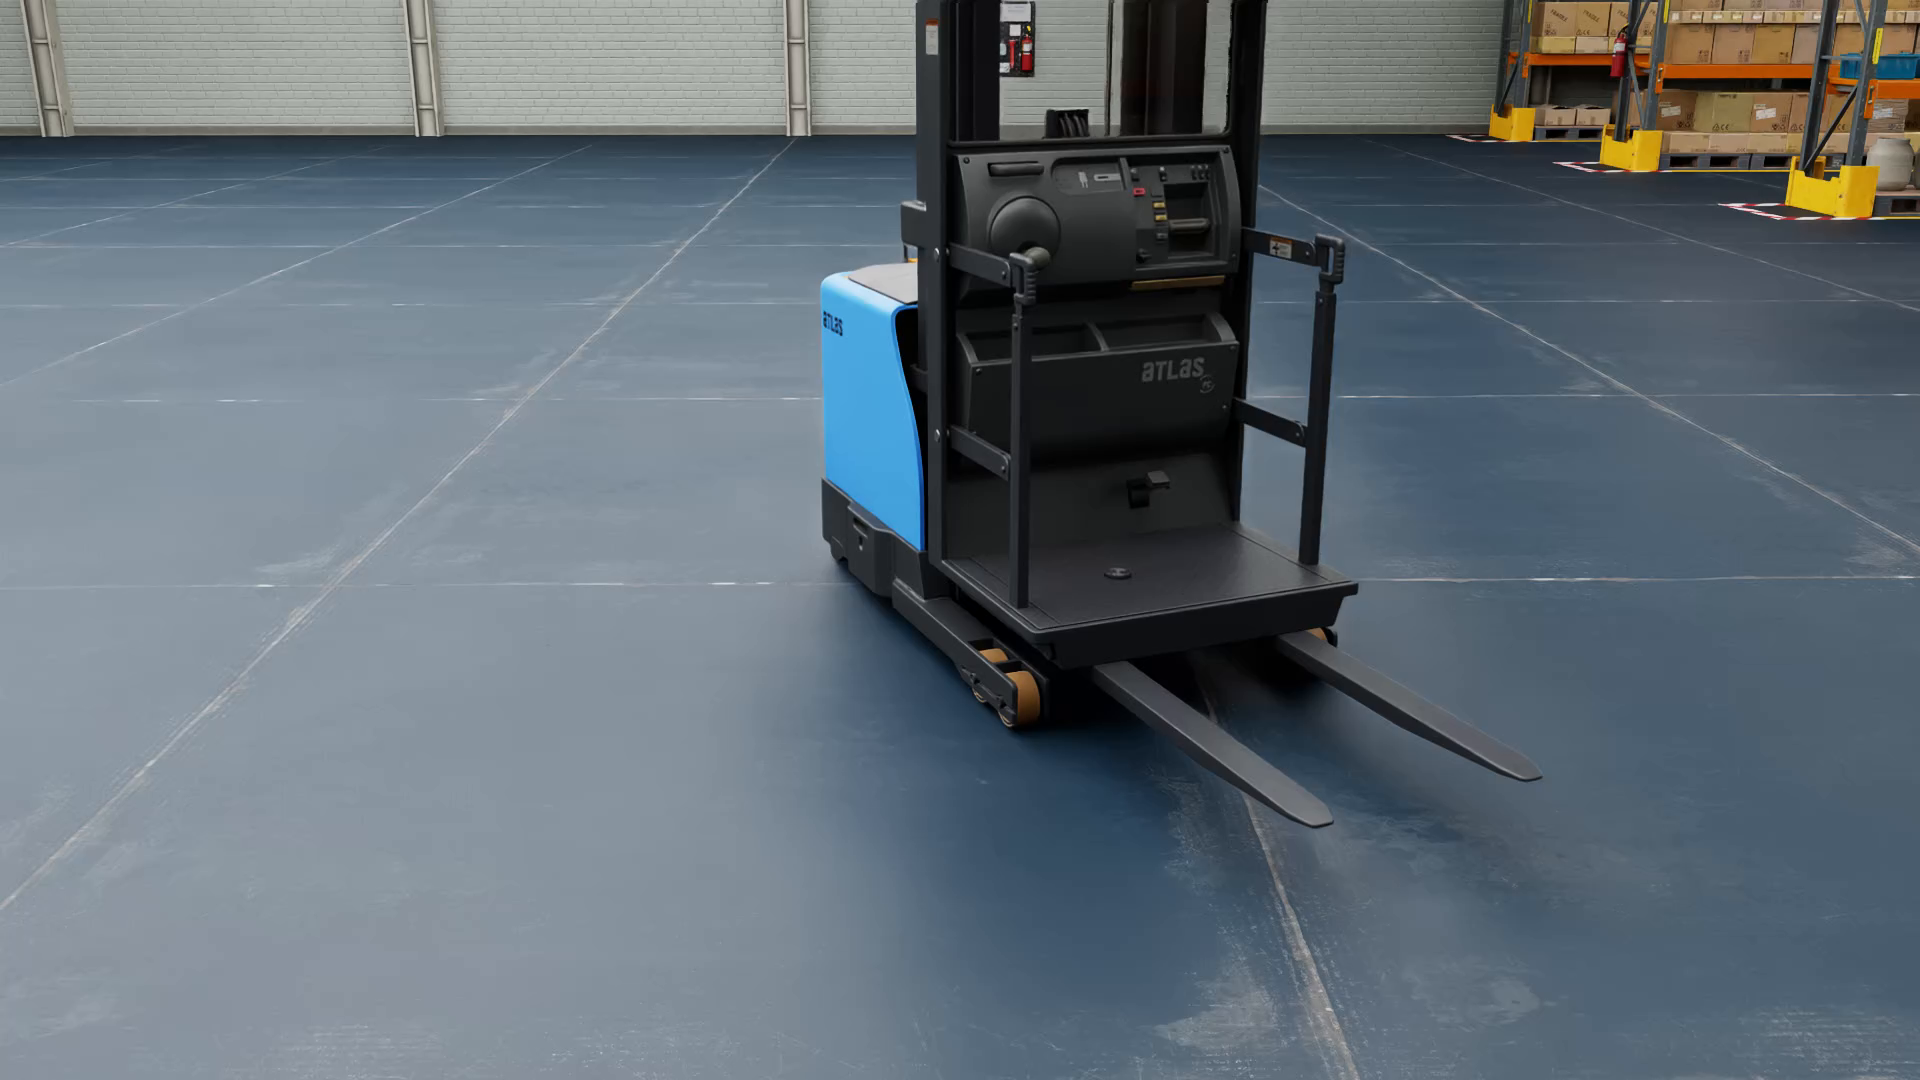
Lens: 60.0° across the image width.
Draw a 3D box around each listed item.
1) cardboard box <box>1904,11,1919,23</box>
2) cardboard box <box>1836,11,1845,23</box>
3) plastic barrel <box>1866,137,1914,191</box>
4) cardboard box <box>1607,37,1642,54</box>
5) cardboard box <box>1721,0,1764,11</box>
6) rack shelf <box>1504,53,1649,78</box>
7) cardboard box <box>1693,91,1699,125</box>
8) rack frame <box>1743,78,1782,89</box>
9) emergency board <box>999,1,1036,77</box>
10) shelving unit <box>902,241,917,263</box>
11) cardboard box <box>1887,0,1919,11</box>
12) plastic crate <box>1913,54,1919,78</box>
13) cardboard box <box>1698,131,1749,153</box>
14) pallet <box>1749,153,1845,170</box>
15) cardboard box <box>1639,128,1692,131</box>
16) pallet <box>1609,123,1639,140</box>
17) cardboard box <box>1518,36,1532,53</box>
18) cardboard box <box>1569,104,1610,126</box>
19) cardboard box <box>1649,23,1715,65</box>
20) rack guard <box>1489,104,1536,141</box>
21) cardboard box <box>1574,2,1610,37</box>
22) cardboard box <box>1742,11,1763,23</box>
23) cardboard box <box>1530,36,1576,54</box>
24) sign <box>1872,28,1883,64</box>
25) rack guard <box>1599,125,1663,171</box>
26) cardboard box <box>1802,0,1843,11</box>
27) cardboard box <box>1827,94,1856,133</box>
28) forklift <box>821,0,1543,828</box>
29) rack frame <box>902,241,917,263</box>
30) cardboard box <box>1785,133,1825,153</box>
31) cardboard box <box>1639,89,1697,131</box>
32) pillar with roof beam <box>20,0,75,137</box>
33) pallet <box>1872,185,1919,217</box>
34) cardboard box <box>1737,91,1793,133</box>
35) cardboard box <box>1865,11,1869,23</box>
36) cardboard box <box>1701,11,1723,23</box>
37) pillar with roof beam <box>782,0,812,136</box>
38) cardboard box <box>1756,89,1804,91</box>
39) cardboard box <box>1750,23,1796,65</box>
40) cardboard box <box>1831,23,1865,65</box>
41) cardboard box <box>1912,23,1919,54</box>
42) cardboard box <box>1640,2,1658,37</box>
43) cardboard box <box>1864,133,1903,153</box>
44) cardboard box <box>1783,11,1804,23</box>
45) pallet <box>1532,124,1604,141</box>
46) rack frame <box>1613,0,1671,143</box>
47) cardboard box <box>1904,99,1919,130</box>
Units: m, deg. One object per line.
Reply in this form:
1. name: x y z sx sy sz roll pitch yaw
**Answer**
1. cardboard box: 11.996 -6.623 21.058 0.250 0.149 0.380 -1 18 -2
2. cardboard box: 10.970 -6.618 21.041 0.250 0.149 0.380 0 18 1
3. plastic barrel: 9.506 -3.846 17.010 0.421 0.512 0.421 0 18 0
4. cardboard box: 10.214 -7.681 25.792 0.500 0.250 0.500 -1 18 -2
5. cardboard box: 9.820 -6.985 21.123 0.500 0.500 0.700 -1 18 -2
6. rack shelf: 10.692 -7.497 26.184 4.000 0.370 1.077 0 18 -1
7. cardboard box: 11.655 -6.851 26.365 0.500 0.500 0.500 -2 18 -5
8. rack frame: 12.692 -7.849 26.104 0.127 3.000 1.000 0 18 -1
9. emergency board: 0.908 -8.068 26.787 0.643 1.169 0.194 0 18 -1
10. shelving unit: 0.053 -0.664 6.652 0.503 1.200 0.258 -7 19 -22
11. cardboard box: 11.825 -6.994 21.153 0.500 0.500 0.700 0 18 -1
12. plastic crate: 9.994 -4.828 16.931 0.408 0.251 0.499 0 18 -1
13. cardboard box: 9.814 -5.146 21.491 0.500 0.250 0.500 0 18 -1
14. pallet: 10.755 -5.010 21.821 1.213 0.211 1.003 0 18 -1
15. cardboard box: 9.306 -5.300 21.973 0.500 0.250 0.500 0 18 -1
16. pallet: 10.798 -6.500 26.465 1.213 0.211 1.003 0 18 -1
17. cardboard box: 9.157 -7.829 26.256 0.500 0.250 0.500 0 18 0
18. cardboard box: 9.956 -6.737 26.321 0.500 0.311 0.500 1 18 4
19. cardboard box: 9.241 -6.363 21.308 0.500 0.500 0.700 0 18 -1
20. rack guard: 8.769 -6.640 26.427 0.348 0.500 1.175 0 18 -1
21. cardboard box: 9.669 -8.035 25.668 0.500 0.500 0.500 0 18 -1
22. cardboard box: 9.936 -6.613 21.025 0.250 0.149 0.380 -1 18 -2
23. cardboard box: 9.185 -7.673 25.769 0.500 0.250 0.500 -1 18 -2
24. sign: 8.853 -4.768 16.046 0.005 0.325 0.100 0 18 -1
25. rack guard: 8.750 -5.126 21.709 0.348 0.500 1.175 0 18 -1
26. cardboard box: 10.825 -6.990 21.139 0.500 0.500 0.700 0 18 -1
27. cardboard box: 11.314 -5.512 21.407 0.500 0.500 0.500 0 18 -1
28. forklift: 0.518 -0.997 4.856 1.130 2.935 3.031 -7 19 -22
29. rack frame: -0.172 -0.635 6.561 0.015 1.200 0.240 -7 19 -22
30. cardboard box: 10.814 -5.149 21.501 0.500 0.250 0.500 0 18 -1
31. cardboard box: 9.306 -5.658 21.861 0.500 0.500 0.500 0 18 -1
32. pillar with roof beam: -14.550 -9.523 21.502 0.400 9.000 9.100 0 18 -1
33. pallet: 9.737 -3.493 17.091 1.213 0.211 1.003 0 18 -1
34. cardboard box: 10.314 -5.508 21.395 0.500 0.500 0.500 0 18 -1
35. cardboard box: 11.488 -6.621 21.052 0.250 0.149 0.380 0 18 -1
36. cardboard box: 9.434 -6.611 21.021 0.250 0.149 0.380 -1 18 -2
37. pillar with roof beam: -2.552 -9.581 21.683 0.400 9.000 9.100 0 18 -1
38. cardboard box: 10.806 -5.669 21.896 0.500 0.500 0.500 0 18 -1
39. cardboard box: 10.263 -6.367 21.322 0.500 0.500 0.700 0 18 0
40. cardboard box: 11.301 -6.374 21.342 0.500 0.500 0.700 0 18 0
41. cardboard box: 12.330 -6.379 21.360 0.500 0.500 0.700 -1 18 -2
42. cardboard box: 10.702 -8.041 25.689 0.500 0.500 0.500 0 18 1
43. cardboard box: 11.814 -5.158 21.531 0.500 0.250 0.500 0 18 -1
44. cardboard box: 10.458 -6.616 21.036 0.250 0.149 0.380 -1 18 -2
45. pallet: 9.581 -6.495 26.450 1.213 0.211 1.003 0 18 -1
46. rack frame: 8.774 -6.317 21.328 0.127 3.000 1.000 0 18 -1
47. cardboard box: 12.305 -5.677 21.921 0.500 0.500 0.500 0 18 -1
